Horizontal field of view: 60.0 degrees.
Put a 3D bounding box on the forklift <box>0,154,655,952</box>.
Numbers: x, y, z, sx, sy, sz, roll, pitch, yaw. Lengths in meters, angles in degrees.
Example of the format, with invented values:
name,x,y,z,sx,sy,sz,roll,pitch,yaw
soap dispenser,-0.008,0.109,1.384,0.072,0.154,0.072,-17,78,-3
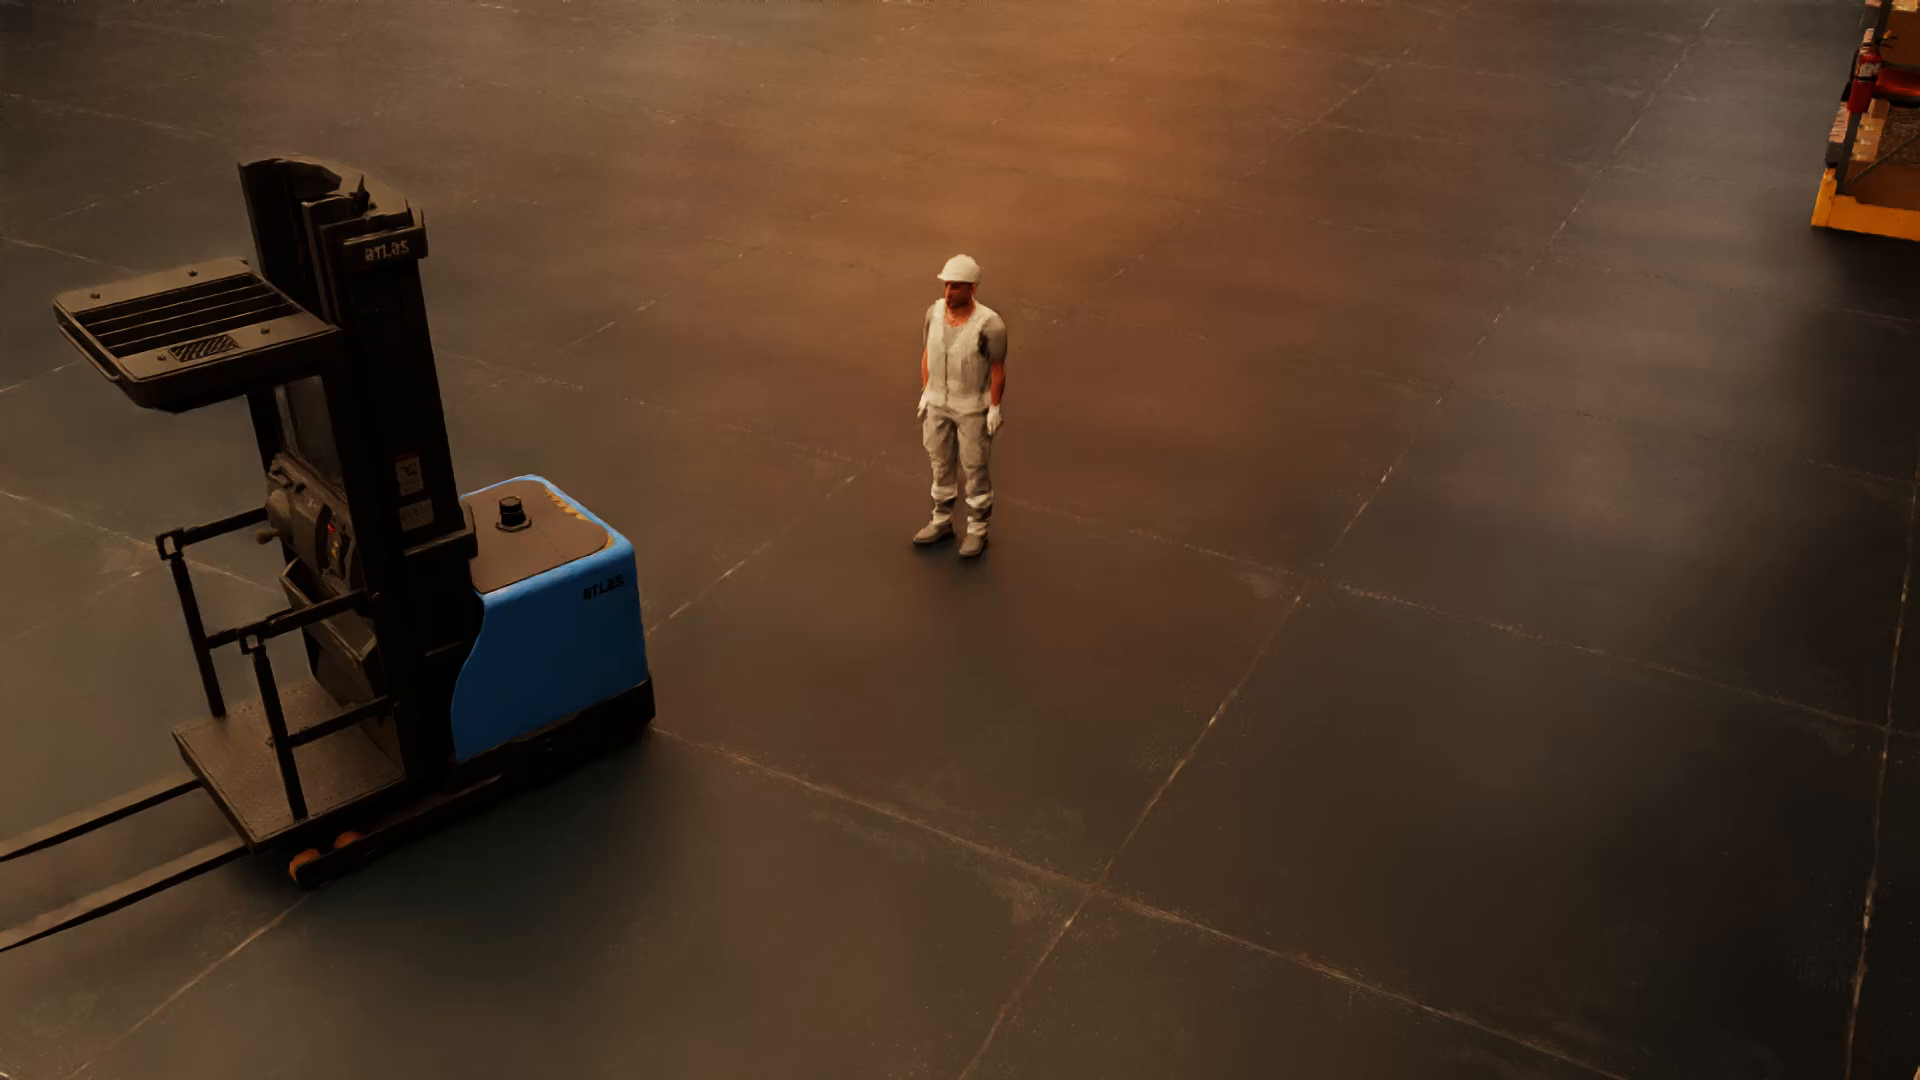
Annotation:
name,x,y,z,sx,sy,sz,roll,pitch,yaw
forklift,-2.977,-0.032,7.126,3.031,2.935,1.130,-23,37,-34

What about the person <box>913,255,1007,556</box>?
name,x,y,z,sx,sy,sz,roll,pitch,yaw
person,-0.009,-0.766,9.539,0.540,1.795,0.349,15,33,25
